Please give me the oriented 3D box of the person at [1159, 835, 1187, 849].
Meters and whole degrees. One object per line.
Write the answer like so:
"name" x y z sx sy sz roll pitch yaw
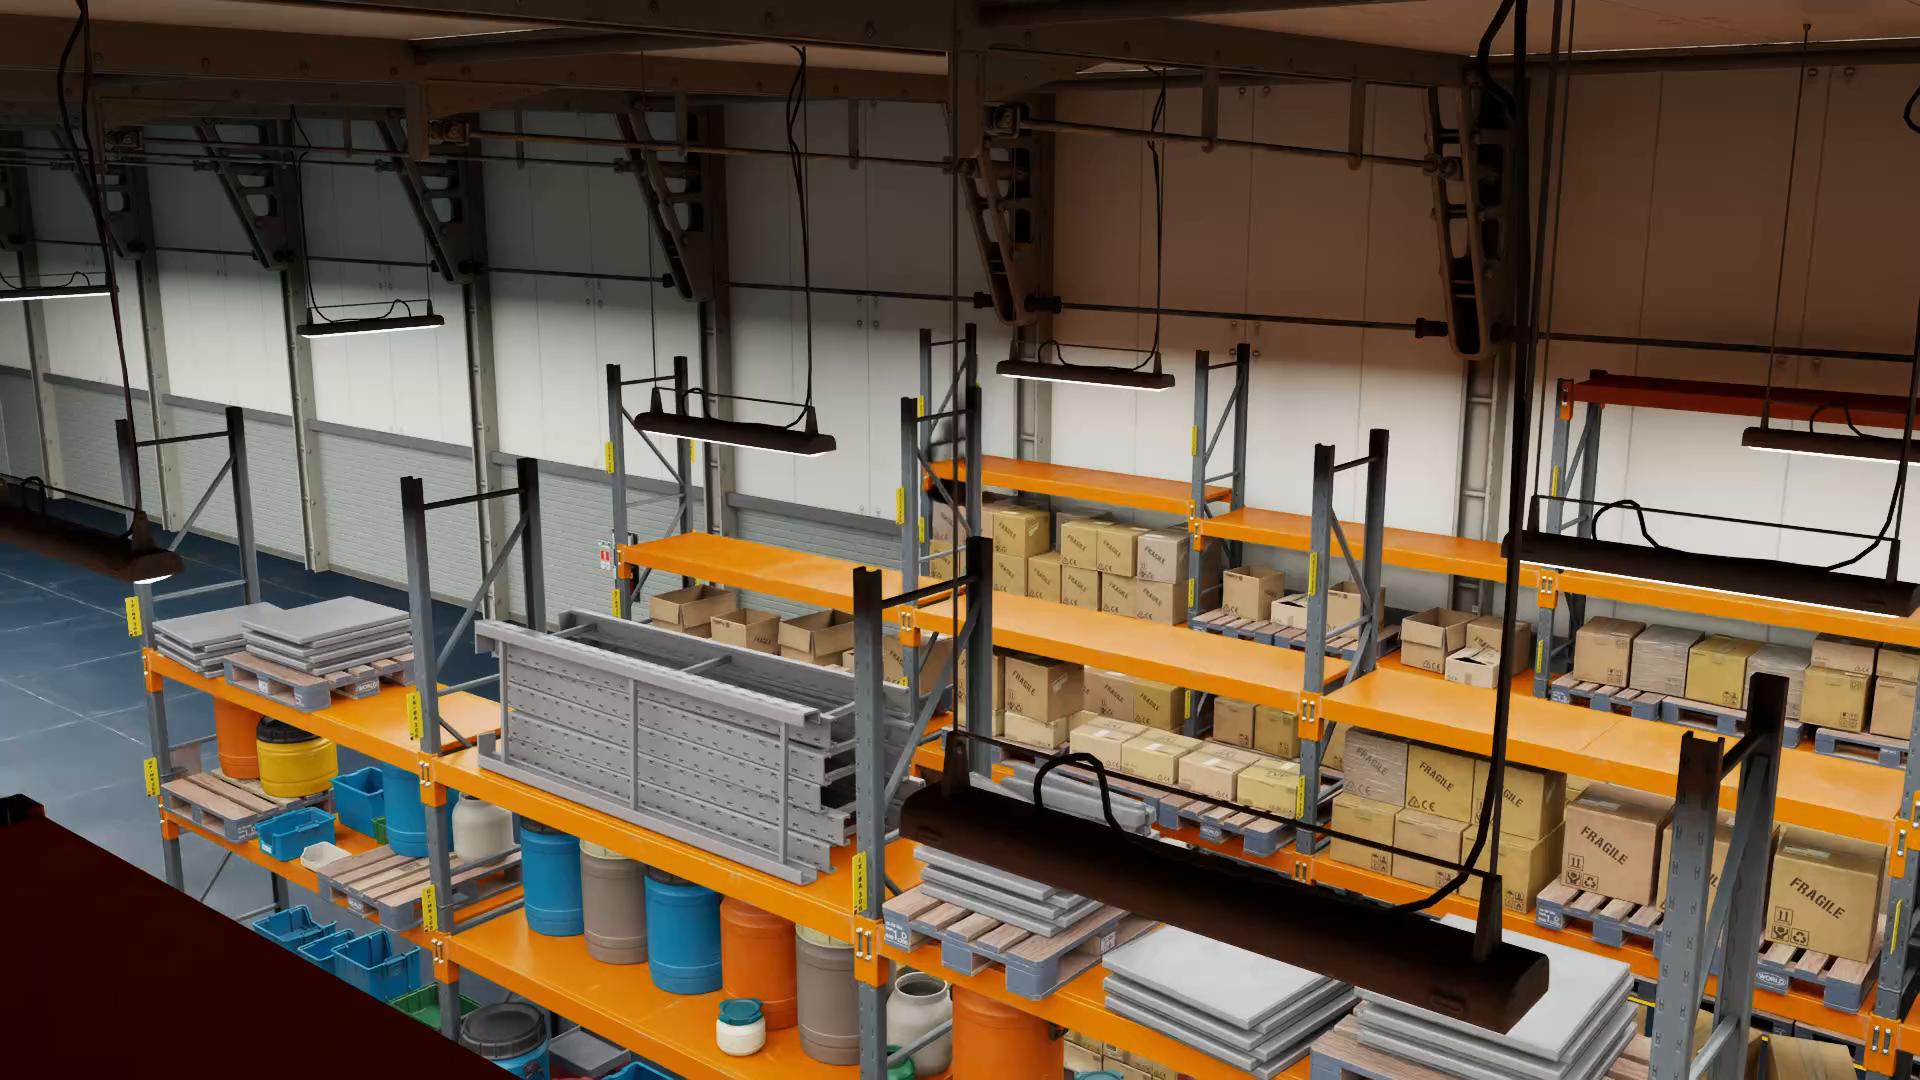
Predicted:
"person" 2.020 3.538 16.723 0.680 1.729 0.701 11 17 40
